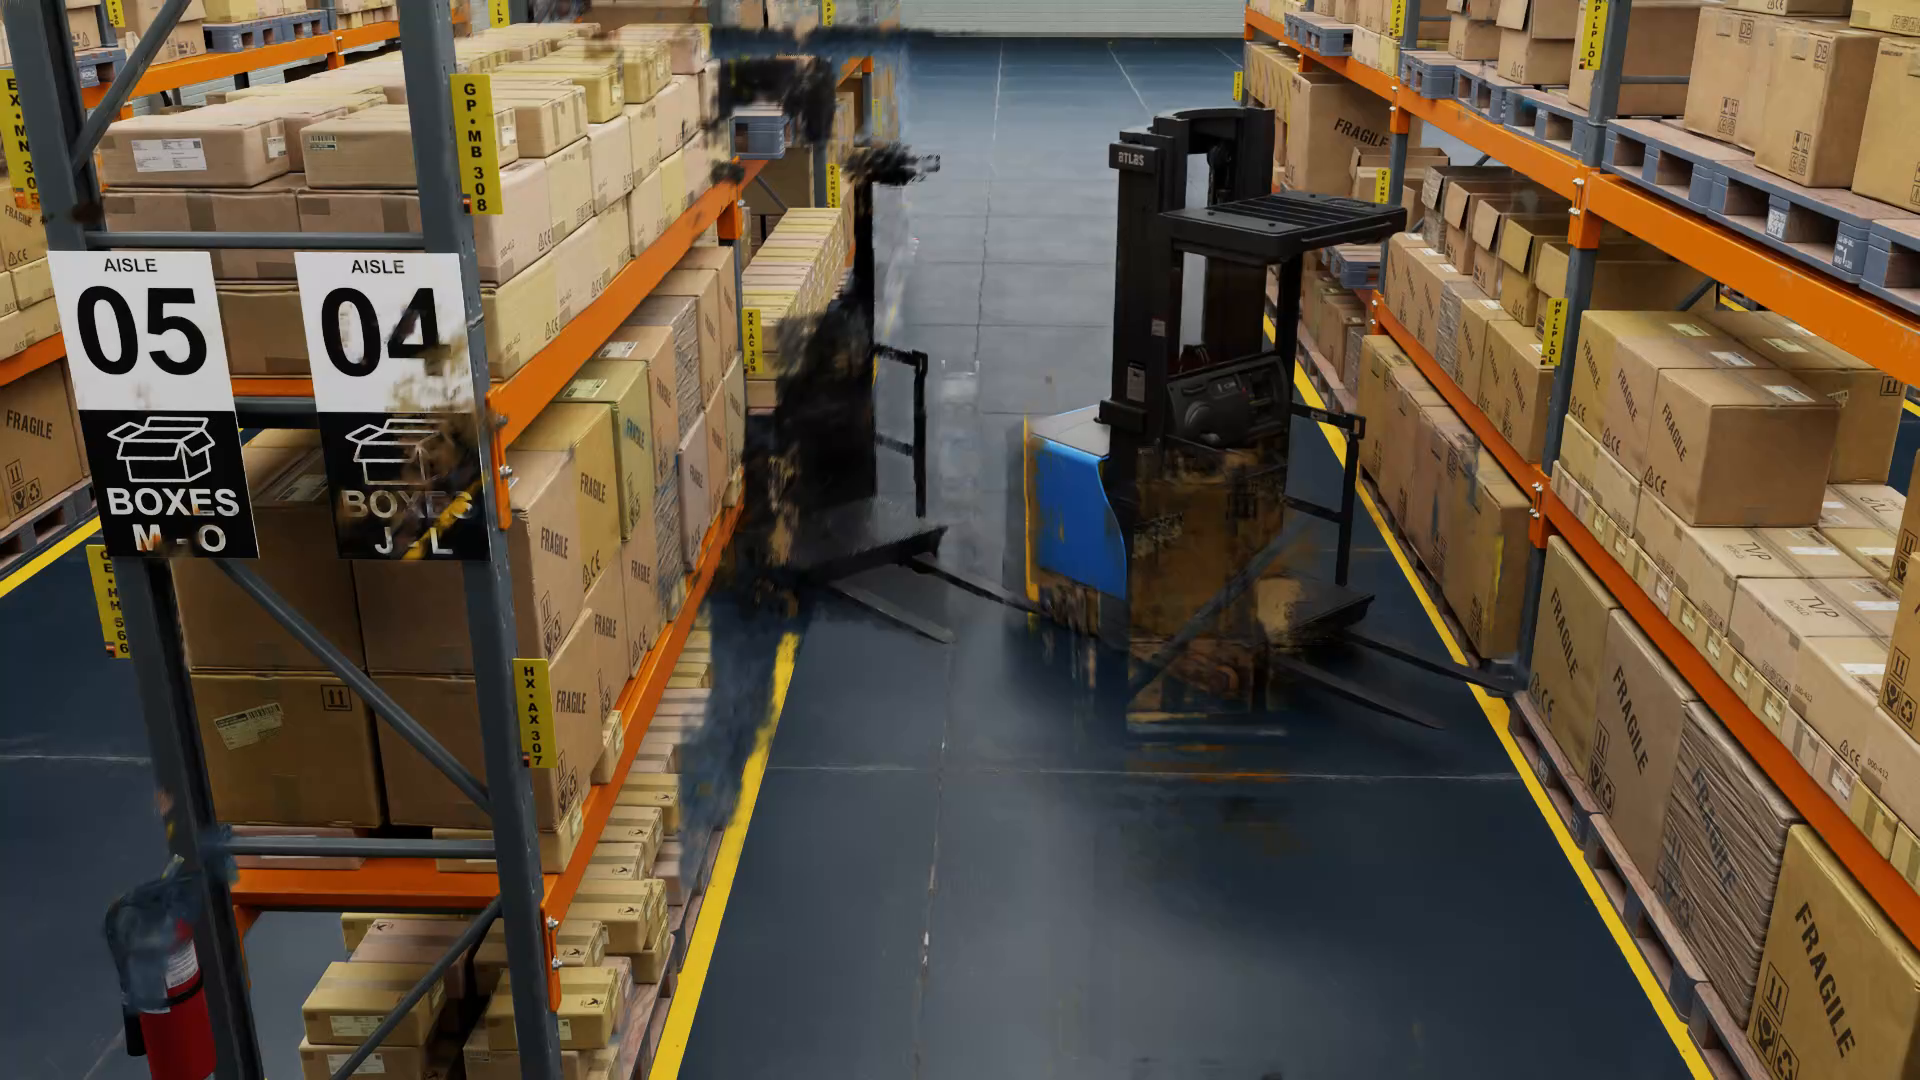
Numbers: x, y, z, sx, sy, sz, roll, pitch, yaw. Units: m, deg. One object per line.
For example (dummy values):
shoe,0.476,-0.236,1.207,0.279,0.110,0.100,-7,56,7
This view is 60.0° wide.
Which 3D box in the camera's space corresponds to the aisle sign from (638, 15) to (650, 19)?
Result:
aisle sign,-1.499,-6.159,19.163,0.394,0.787,0.004,1,21,2

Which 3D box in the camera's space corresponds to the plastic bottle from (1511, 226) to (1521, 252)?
plastic bottle,8.317,-2.821,17.315,0.097,0.271,0.097,0,21,0

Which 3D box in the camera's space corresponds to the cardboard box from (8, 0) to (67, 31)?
cardboard box,-1.304,-1.651,5.957,0.380,0.149,0.250,0,21,1

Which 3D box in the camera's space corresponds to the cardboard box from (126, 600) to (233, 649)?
cardboard box,-1.288,0.782,7.404,0.380,0.149,0.250,0,21,-1

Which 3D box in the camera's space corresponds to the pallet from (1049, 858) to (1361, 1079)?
pallet,3.212,1.968,5.666,1.003,0.211,1.213,1,21,2

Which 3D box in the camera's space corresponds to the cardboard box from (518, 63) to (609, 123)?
cardboard box,-1.333,-3.805,15.170,0.700,0.500,0.500,0,21,1

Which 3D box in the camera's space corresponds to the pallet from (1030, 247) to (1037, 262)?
pallet,3.651,-2.767,17.868,1.003,0.211,1.213,1,21,2

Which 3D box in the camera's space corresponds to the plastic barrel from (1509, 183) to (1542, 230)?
plastic barrel,8.745,-3.389,18.475,0.421,0.512,0.421,0,21,0

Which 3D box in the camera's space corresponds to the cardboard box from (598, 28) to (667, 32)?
cardboard box,-1.329,-4.957,17.958,0.875,0.550,0.550,1,21,2

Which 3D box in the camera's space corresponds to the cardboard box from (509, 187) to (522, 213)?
cardboard box,-1.005,-2.060,11.546,0.380,0.149,0.250,1,21,3

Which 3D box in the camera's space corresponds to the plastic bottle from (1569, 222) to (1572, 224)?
plastic bottle,9.086,-3.005,17.886,0.097,0.201,0.097,0,21,0

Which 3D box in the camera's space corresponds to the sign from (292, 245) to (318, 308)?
sign,-1.024,-0.980,8.212,0.100,0.325,0.005,1,21,2

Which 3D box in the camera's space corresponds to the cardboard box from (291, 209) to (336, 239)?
cardboard box,-1.709,-1.554,9.832,0.380,0.149,0.250,0,21,-1

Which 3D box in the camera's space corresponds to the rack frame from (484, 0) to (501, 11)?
rack frame,-1.445,-4.823,11.019,1.000,3.000,0.127,1,21,2

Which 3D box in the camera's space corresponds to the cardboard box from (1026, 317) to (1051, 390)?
cardboard box,3.433,-0.569,10.705,1.225,0.875,0.875,1,21,2

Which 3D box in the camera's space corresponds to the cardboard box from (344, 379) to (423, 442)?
cardboard box,-1.266,-0.417,9.794,0.500,0.250,0.500,1,21,3

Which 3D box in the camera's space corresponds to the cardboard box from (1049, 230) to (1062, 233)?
cardboard box,3.180,-1.256,9.982,0.500,0.500,0.500,1,21,2

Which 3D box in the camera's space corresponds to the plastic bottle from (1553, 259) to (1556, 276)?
plastic bottle,8.281,-2.362,16.230,0.097,0.201,0.097,0,21,0

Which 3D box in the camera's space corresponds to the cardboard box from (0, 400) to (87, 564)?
cardboard box,-1.380,0.151,5.943,0.500,0.500,0.500,1,21,2

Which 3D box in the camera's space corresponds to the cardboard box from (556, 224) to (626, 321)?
cardboard box,-1.285,-2.045,14.682,1.050,0.750,0.750,1,21,2

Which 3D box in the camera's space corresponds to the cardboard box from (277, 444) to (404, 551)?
cardboard box,-1.279,0.126,9.434,0.500,0.500,0.500,1,21,4

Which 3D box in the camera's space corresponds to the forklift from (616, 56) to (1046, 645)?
forklift,1.595,-0.738,8.879,1.130,2.935,3.031,-17,27,-37

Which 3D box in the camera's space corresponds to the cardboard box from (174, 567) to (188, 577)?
cardboard box,-1.816,0.635,8.195,0.380,0.149,0.250,1,21,2

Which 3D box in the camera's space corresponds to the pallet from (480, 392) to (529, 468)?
pallet,-1.470,-0.444,11.880,1.003,0.211,1.213,1,21,2

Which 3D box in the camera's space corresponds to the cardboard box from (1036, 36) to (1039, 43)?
cardboard box,3.384,-4.379,16.237,0.500,0.500,0.500,1,21,2

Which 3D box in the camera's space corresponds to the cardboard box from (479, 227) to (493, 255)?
cardboard box,-1.029,-1.648,10.897,0.380,0.149,0.250,0,21,1

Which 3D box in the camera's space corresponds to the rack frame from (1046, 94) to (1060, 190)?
rack frame,3.510,-1.935,11.869,1.000,3.000,0.127,1,21,2

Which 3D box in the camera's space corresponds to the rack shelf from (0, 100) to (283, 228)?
rack shelf,-1.627,-0.920,6.100,1.077,0.370,4.000,1,21,2

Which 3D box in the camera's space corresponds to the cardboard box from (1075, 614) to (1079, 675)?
cardboard box,2.963,0.757,5.278,0.380,0.149,0.250,1,21,2

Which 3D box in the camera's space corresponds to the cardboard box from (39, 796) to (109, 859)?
cardboard box,-1.308,1.537,6.281,0.380,0.149,0.250,1,21,2

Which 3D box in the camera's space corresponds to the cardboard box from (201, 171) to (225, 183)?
cardboard box,-5.964,-3.345,17.688,0.500,0.500,0.500,2,21,4

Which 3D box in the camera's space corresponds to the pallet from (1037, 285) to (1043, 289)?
pallet,3.609,-1.800,15.375,1.003,0.211,1.213,1,21,2

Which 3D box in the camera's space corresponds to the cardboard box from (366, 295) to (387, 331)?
cardboard box,-1.092,-0.896,8.959,0.380,0.149,0.250,1,21,2

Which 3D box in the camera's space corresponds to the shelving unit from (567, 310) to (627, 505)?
shelving unit,-0.005,-0.500,10.658,0.258,1.200,0.503,1,21,2

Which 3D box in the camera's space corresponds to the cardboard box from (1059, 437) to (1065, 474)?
cardboard box,3.025,0.017,7.186,0.380,0.149,0.250,0,21,0

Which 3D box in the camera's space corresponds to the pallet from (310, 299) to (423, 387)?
pallet,-1.398,-0.765,9.119,1.003,0.211,1.213,1,21,2

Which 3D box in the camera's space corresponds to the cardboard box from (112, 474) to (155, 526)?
cardboard box,-1.317,0.209,6.690,0.380,0.149,0.250,1,21,3

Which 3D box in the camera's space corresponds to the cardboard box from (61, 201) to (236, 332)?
cardboard box,-1.321,-0.871,7.196,0.500,0.500,0.500,0,21,0

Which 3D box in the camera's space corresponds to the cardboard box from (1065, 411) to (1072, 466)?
cardboard box,3.082,-0.023,6.738,0.500,0.250,0.500,1,21,3

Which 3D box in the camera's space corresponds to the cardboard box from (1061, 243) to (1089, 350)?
cardboard box,3.118,-0.737,7.540,0.500,0.500,0.500,1,21,2

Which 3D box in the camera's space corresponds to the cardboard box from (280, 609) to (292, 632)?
cardboard box,-1.330,0.792,8.201,0.380,0.149,0.250,1,21,3

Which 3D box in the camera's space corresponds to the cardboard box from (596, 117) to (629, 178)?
cardboard box,-1.072,-3.327,15.319,0.500,0.500,0.500,1,21,1

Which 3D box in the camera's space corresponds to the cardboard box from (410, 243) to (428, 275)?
cardboard box,-1.068,-1.313,9.622,0.380,0.149,0.250,1,21,4

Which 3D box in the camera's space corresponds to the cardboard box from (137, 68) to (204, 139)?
cardboard box,-1.338,-1.547,6.931,0.500,0.250,0.500,1,21,1

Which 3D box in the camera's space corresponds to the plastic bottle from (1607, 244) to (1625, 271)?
plastic bottle,9.012,-2.490,16.456,0.152,0.276,0.135,1,21,4

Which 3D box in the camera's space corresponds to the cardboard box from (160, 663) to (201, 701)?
cardboard box,-1.367,1.006,7.239,0.380,0.149,0.250,0,21,-1

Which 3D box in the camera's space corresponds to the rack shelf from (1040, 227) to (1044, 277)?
rack shelf,3.570,-2.323,13.863,1.077,0.370,4.000,1,21,2

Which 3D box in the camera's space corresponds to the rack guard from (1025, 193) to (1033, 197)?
rack guard,3.751,-3.635,19.705,1.175,0.500,0.348,1,21,2

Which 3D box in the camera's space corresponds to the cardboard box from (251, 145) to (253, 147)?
cardboard box,-5.860,-4.076,18.675,0.380,0.149,0.250,1,21,3

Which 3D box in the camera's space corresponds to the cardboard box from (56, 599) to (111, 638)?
cardboard box,-1.885,0.775,7.423,0.380,0.149,0.250,1,21,3

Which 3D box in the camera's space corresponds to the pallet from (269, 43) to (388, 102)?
pallet,-1.441,-2.113,8.440,1.213,0.211,1.003,1,21,2

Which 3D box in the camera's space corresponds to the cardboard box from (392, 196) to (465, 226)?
cardboard box,-1.043,-1.732,10.291,0.380,0.149,0.250,2,21,4

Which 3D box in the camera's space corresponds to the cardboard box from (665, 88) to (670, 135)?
cardboard box,-1.280,-4.262,17.658,0.875,0.550,0.500,1,21,2
